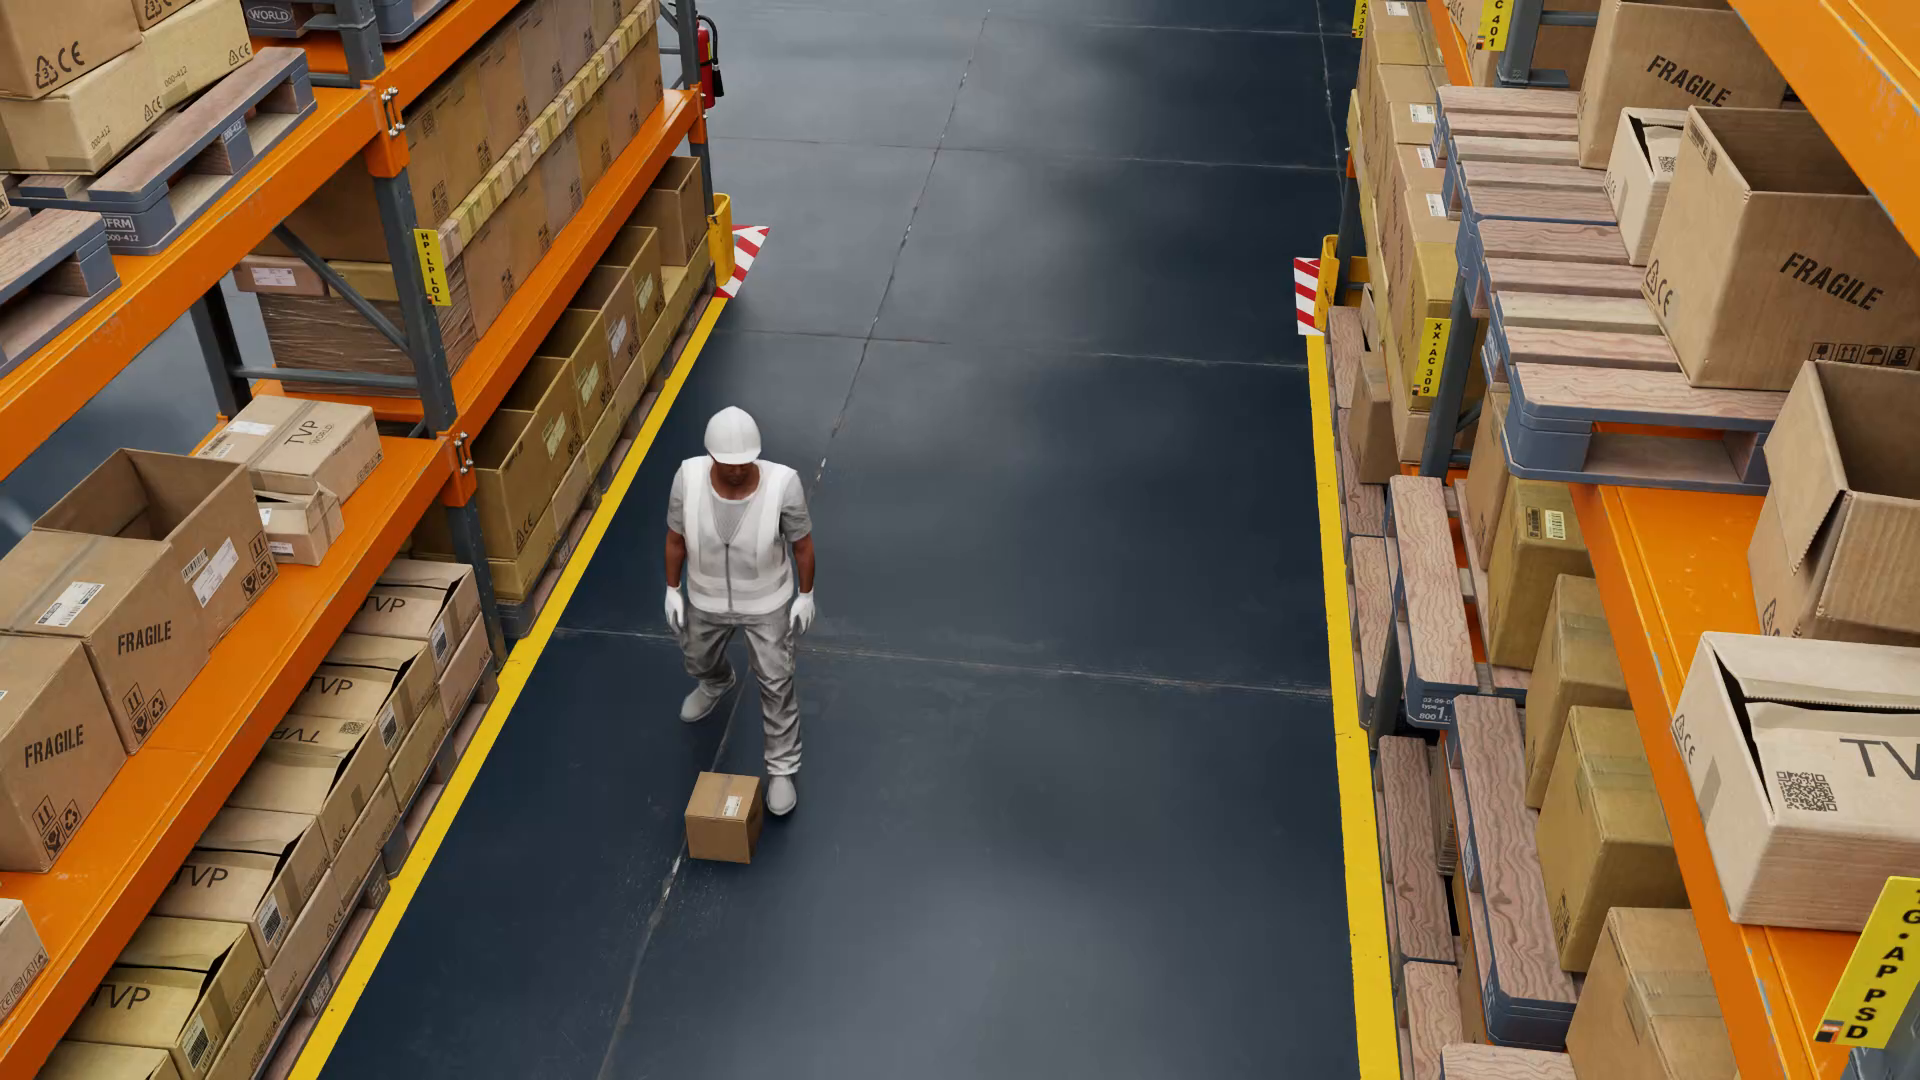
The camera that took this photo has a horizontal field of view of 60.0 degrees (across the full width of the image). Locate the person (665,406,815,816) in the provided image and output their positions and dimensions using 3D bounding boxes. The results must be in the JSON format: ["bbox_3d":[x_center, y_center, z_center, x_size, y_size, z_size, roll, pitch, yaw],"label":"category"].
[{"bbox_3d":[-0.926,0.226,6.708,0.686,1.781,0.715,4,36,5],"label":"person"}]
